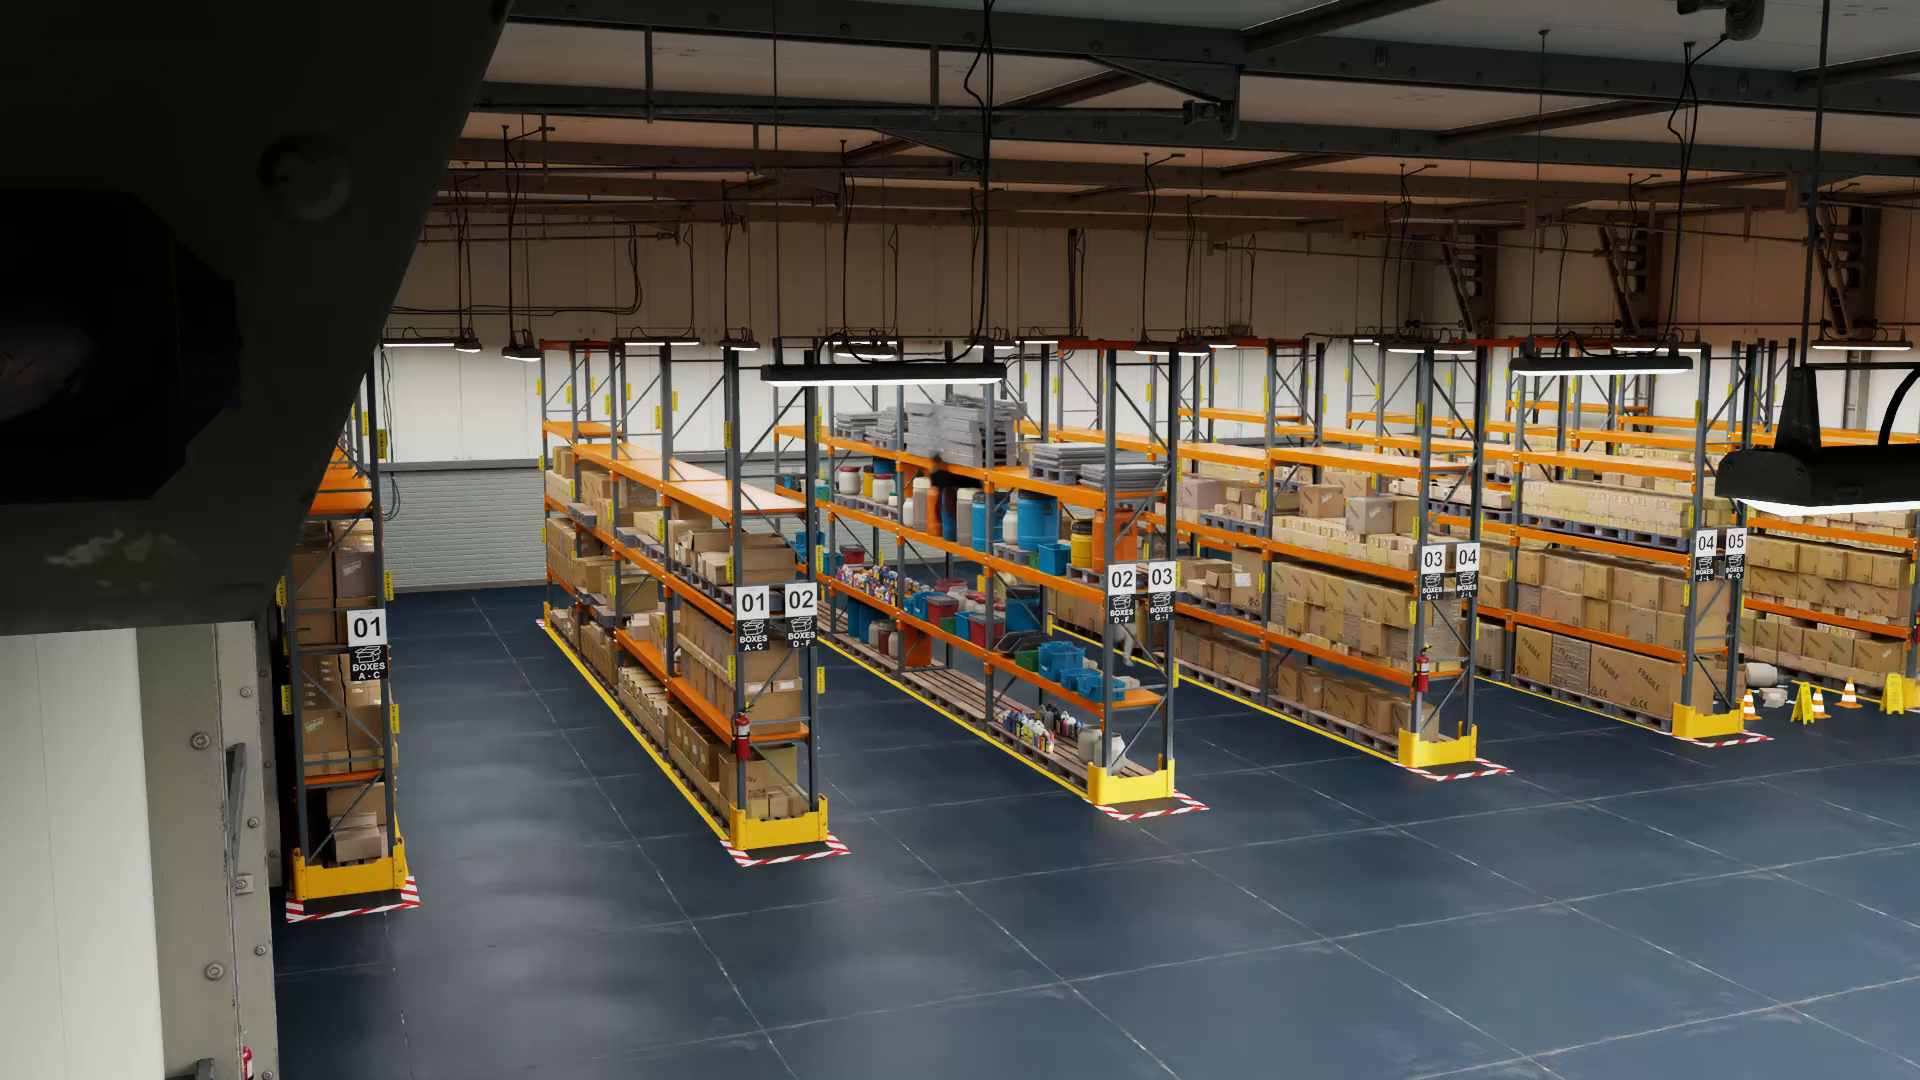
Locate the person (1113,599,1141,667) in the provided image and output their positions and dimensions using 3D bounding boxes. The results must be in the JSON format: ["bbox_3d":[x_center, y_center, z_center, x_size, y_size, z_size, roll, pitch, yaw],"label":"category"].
[{"bbox_3d":[2.930,1.321,29.727,0.688,1.775,0.824,-4,8,-28],"label":"person"}]

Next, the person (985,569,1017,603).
[{"bbox_3d":[0.839,1.165,31.596,0.563,1.678,0.906,-5,9,-35],"label":"person"}]
